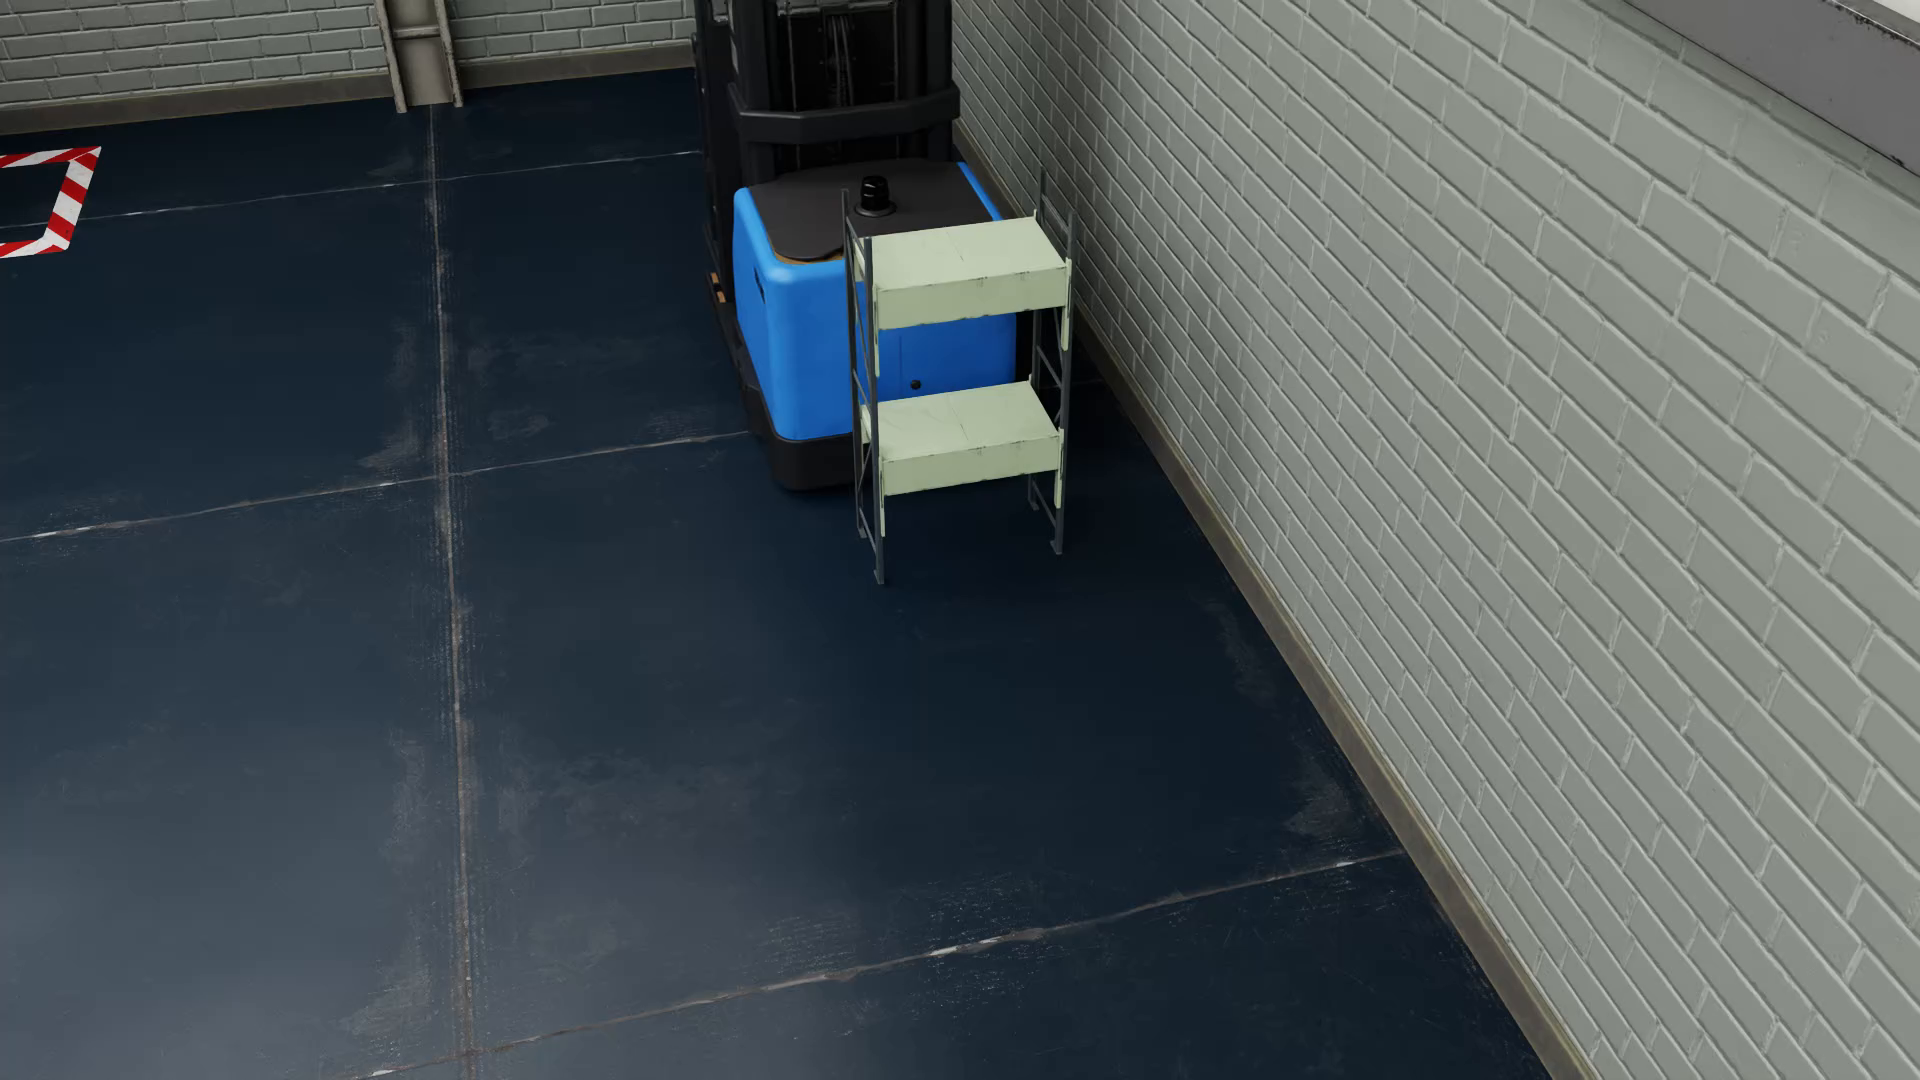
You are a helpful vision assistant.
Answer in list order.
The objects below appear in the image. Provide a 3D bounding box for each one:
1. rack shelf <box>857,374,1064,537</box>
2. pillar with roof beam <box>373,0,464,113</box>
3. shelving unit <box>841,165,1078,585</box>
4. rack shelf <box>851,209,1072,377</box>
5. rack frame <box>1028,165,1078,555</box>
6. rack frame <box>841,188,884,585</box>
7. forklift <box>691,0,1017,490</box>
[{"bbox_3d":[-0.006,-0.336,6.491,0.720,0.370,0.431,-9,38,-12],"label":"rack shelf"},{"bbox_3d":[-2.163,-3.780,4.285,0.400,9.000,9.100,-9,38,-12],"label":"pillar with roof beam"},{"bbox_3d":[-0.006,-0.595,6.293,0.755,1.500,0.431,-9,38,-12],"label":"shelving unit"},{"bbox_3d":[-0.006,-0.905,6.056,0.720,0.370,0.431,-9,38,-12],"label":"rack shelf"},{"bbox_3d":[0.347,-0.653,6.369,0.023,1.500,0.400,-9,38,-12],"label":"rack frame"},{"bbox_3d":[-0.360,-0.537,6.217,0.023,1.500,0.400,-9,38,-12],"label":"rack frame"},{"bbox_3d":[-0.638,-2.270,7.305,1.130,2.935,3.031,-10,38,-12],"label":"forklift"}]
